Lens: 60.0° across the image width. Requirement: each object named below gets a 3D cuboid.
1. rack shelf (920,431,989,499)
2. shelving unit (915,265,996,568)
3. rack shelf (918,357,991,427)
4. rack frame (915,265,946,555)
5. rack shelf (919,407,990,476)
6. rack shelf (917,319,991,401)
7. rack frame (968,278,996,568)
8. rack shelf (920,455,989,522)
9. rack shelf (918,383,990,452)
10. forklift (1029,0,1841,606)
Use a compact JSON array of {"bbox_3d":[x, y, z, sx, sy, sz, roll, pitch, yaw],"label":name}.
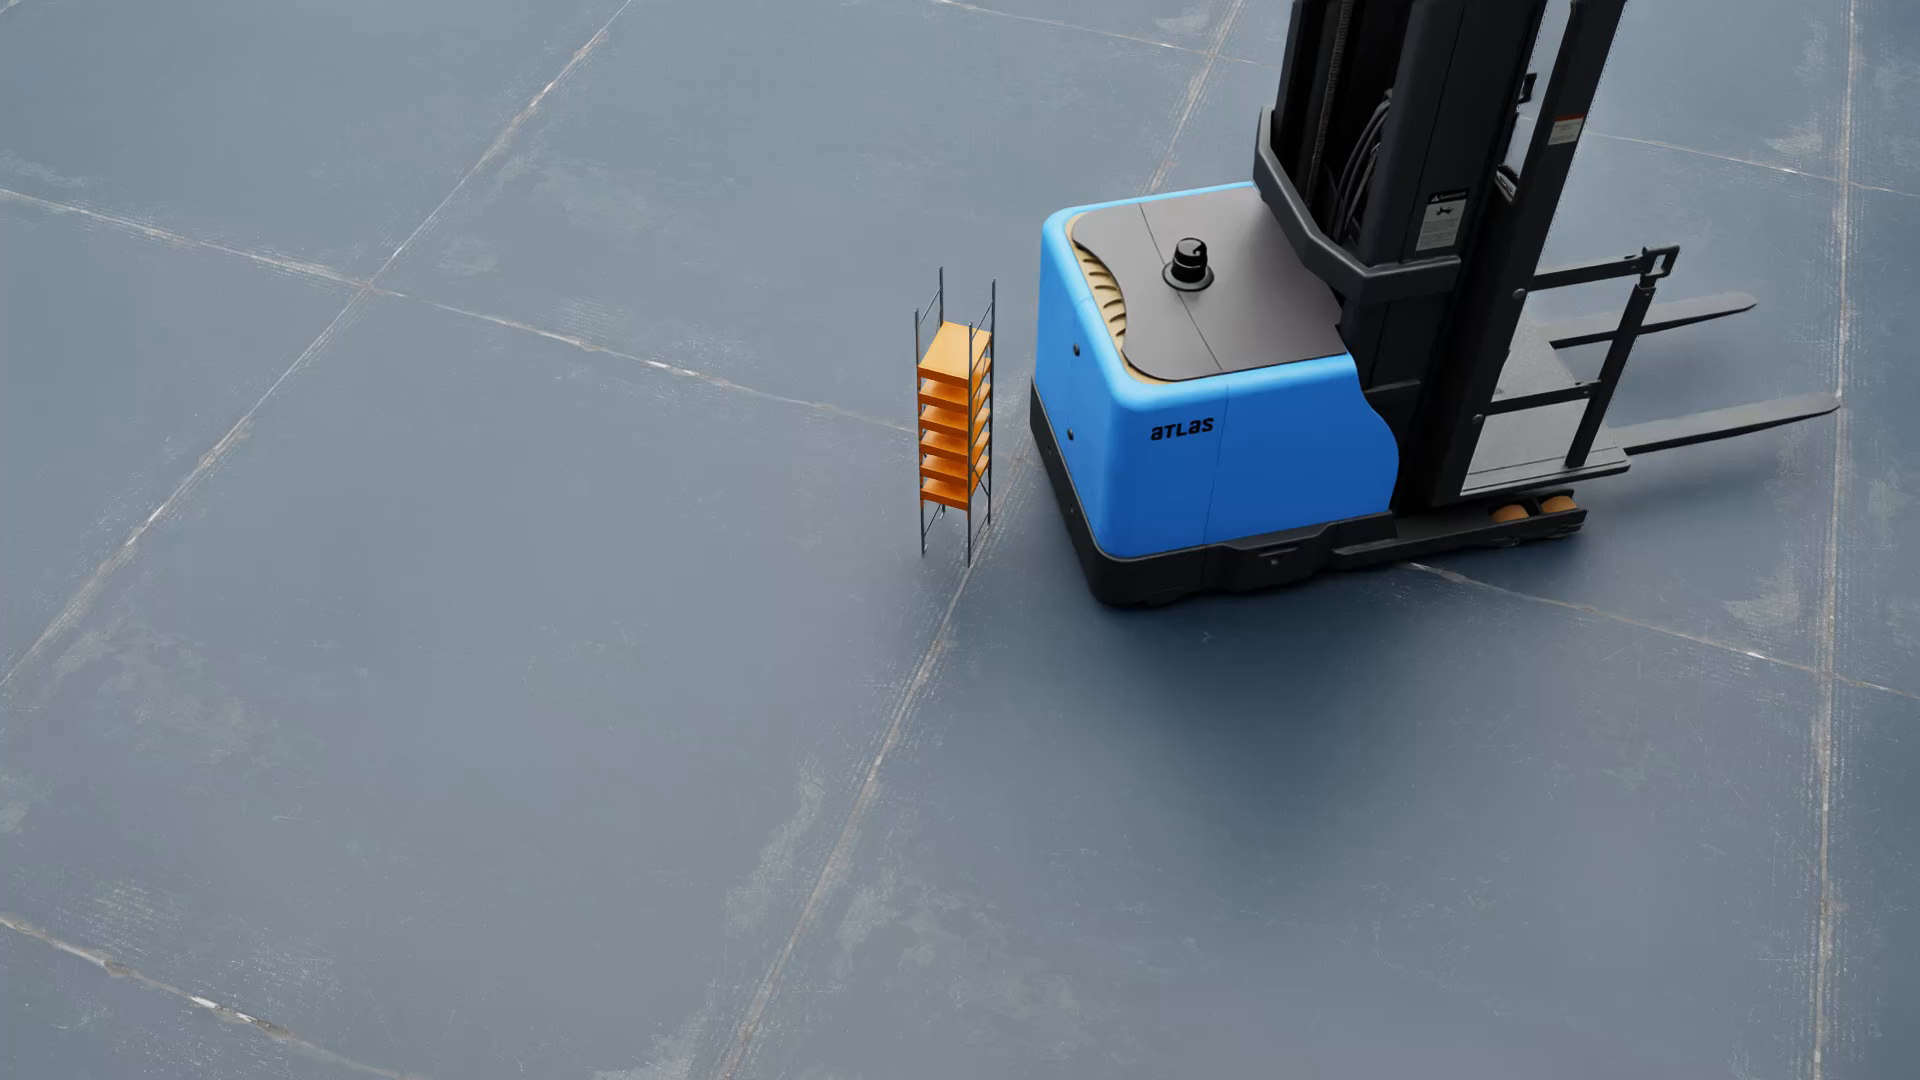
[{"bbox_3d":[-0.014,-0.289,5.924,0.180,0.103,0.258,16,51,13],"label":"rack shelf"},{"bbox_3d":[-0.014,-0.397,5.800,0.189,1.200,0.258,16,51,13],"label":"shelving unit"},{"bbox_3d":[-0.014,-0.525,5.652,0.180,0.103,0.258,16,51,13],"label":"rack shelf"},{"bbox_3d":[-0.099,-0.421,5.821,0.006,1.200,0.240,16,51,13],"label":"rack frame"},{"bbox_3d":[-0.014,-0.368,5.833,0.180,0.103,0.258,16,51,13],"label":"rack shelf"},{"bbox_3d":[-0.014,-0.603,5.561,0.180,0.103,0.258,16,51,13],"label":"rack shelf"},{"bbox_3d":[0.072,-0.373,5.779,0.006,1.200,0.240,16,51,13],"label":"rack frame"},{"bbox_3d":[-0.014,-0.210,6.015,0.180,0.103,0.258,16,51,13],"label":"rack shelf"},{"bbox_3d":[-0.014,-0.446,5.743,0.180,0.103,0.258,16,51,13],"label":"rack shelf"},{"bbox_3d":[1.847,-1.314,5.449,3.031,2.935,1.130,-10,50,-9],"label":"forklift"}]
